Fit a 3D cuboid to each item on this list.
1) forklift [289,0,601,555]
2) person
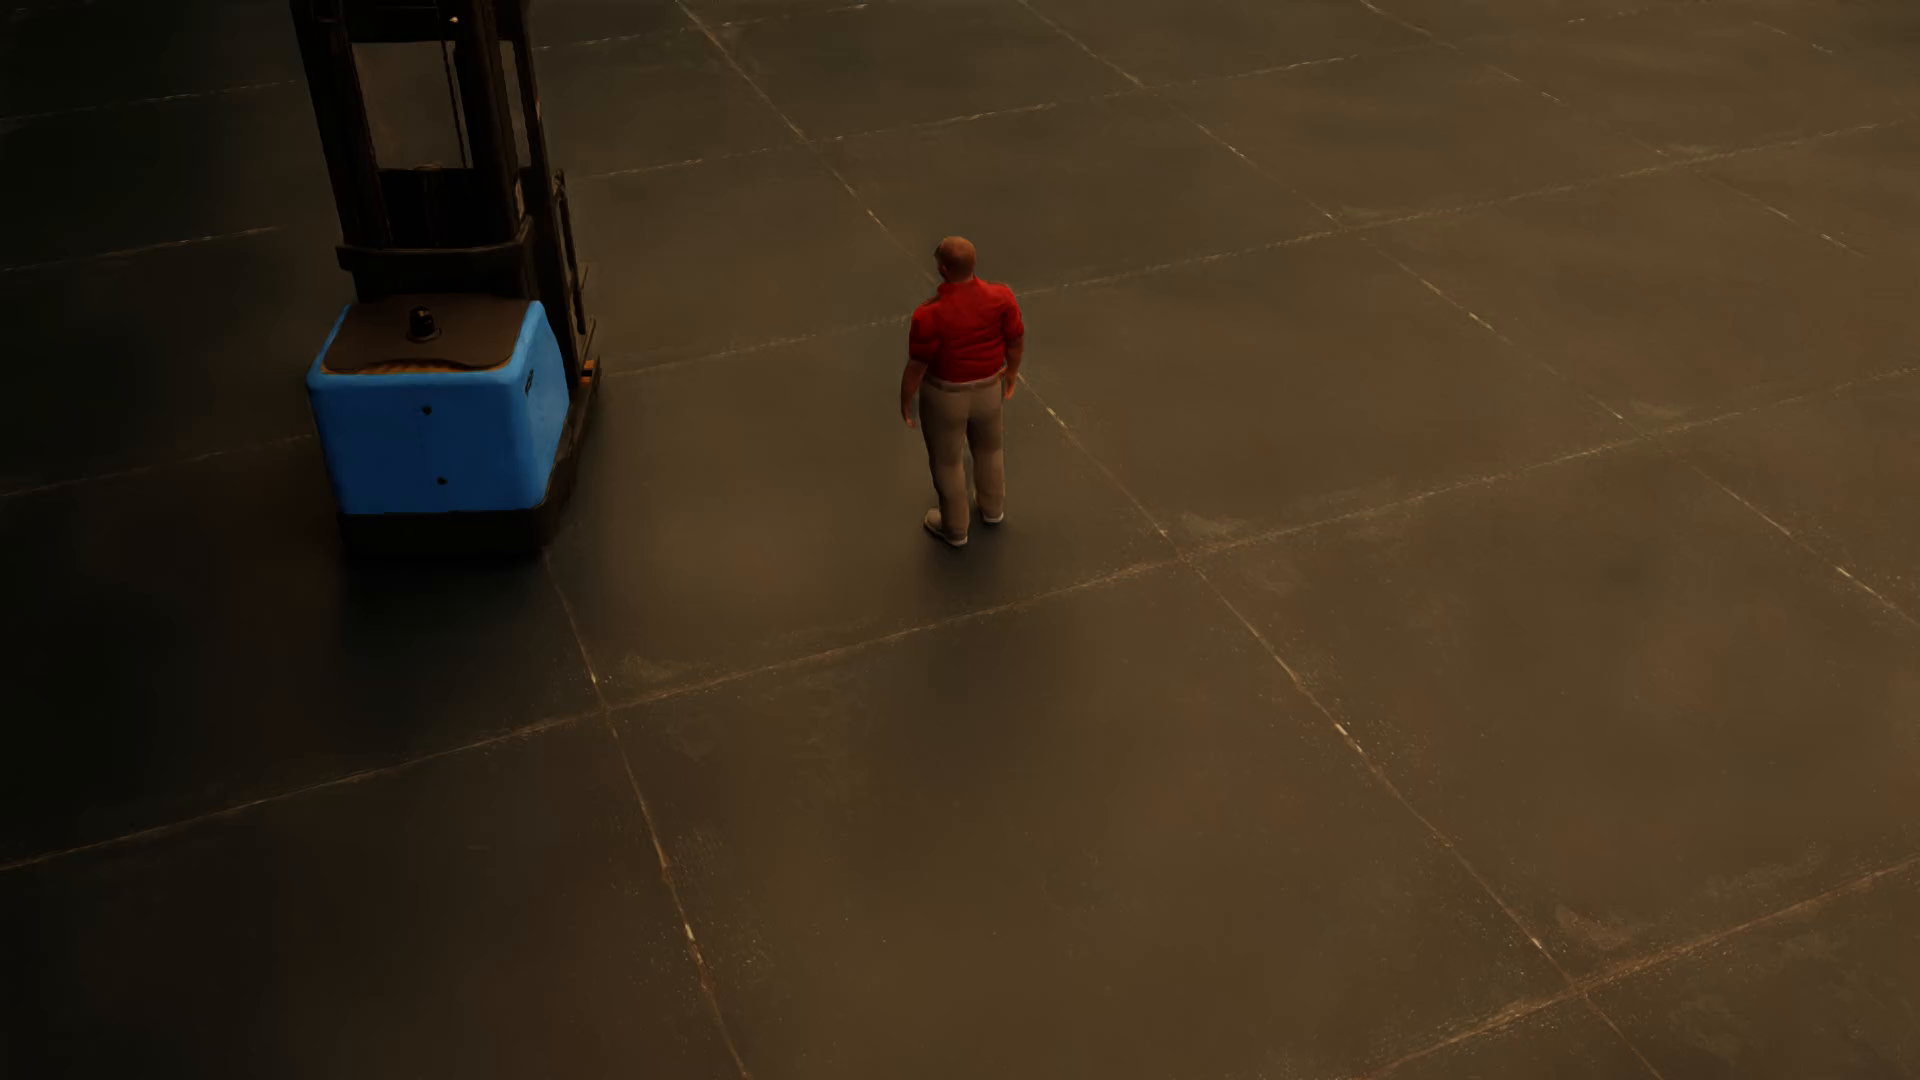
[{"bbox_3d":[-2.685,-1.949,8.840,1.130,2.935,3.031,-2,35,-2],"label":"forklift"},{"bbox_3d":[-0.024,-0.761,8.194,0.640,1.727,0.550,-14,38,-19],"label":"person"}]
